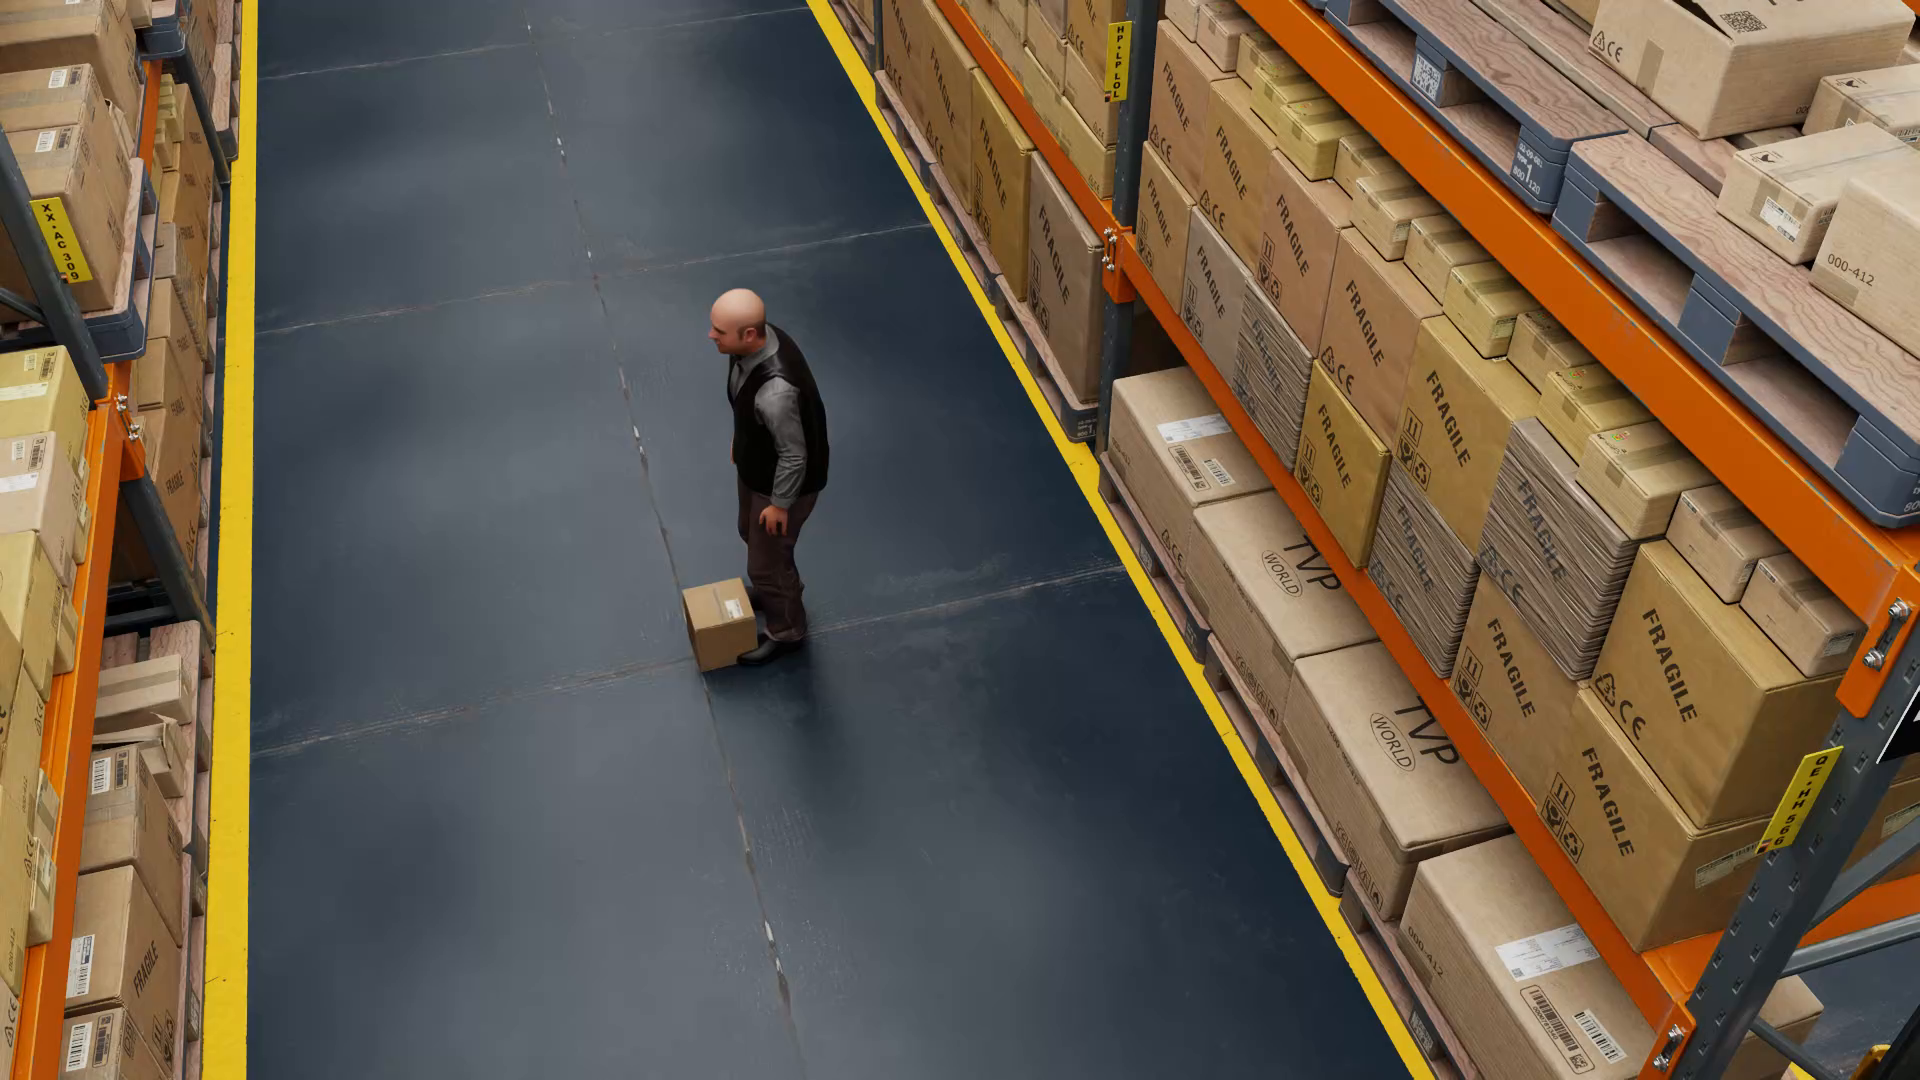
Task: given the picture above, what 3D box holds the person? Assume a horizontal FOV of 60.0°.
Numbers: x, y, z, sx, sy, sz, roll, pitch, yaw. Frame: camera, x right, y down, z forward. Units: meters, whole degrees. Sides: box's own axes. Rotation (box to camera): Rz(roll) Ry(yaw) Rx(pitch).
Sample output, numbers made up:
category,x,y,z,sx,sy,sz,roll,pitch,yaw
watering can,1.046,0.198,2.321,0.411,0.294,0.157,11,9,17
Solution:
category,x,y,z,sx,sy,sz,roll,pitch,yaw
person,-0.746,-0.254,6.460,0.474,1.720,0.572,-13,44,-14
